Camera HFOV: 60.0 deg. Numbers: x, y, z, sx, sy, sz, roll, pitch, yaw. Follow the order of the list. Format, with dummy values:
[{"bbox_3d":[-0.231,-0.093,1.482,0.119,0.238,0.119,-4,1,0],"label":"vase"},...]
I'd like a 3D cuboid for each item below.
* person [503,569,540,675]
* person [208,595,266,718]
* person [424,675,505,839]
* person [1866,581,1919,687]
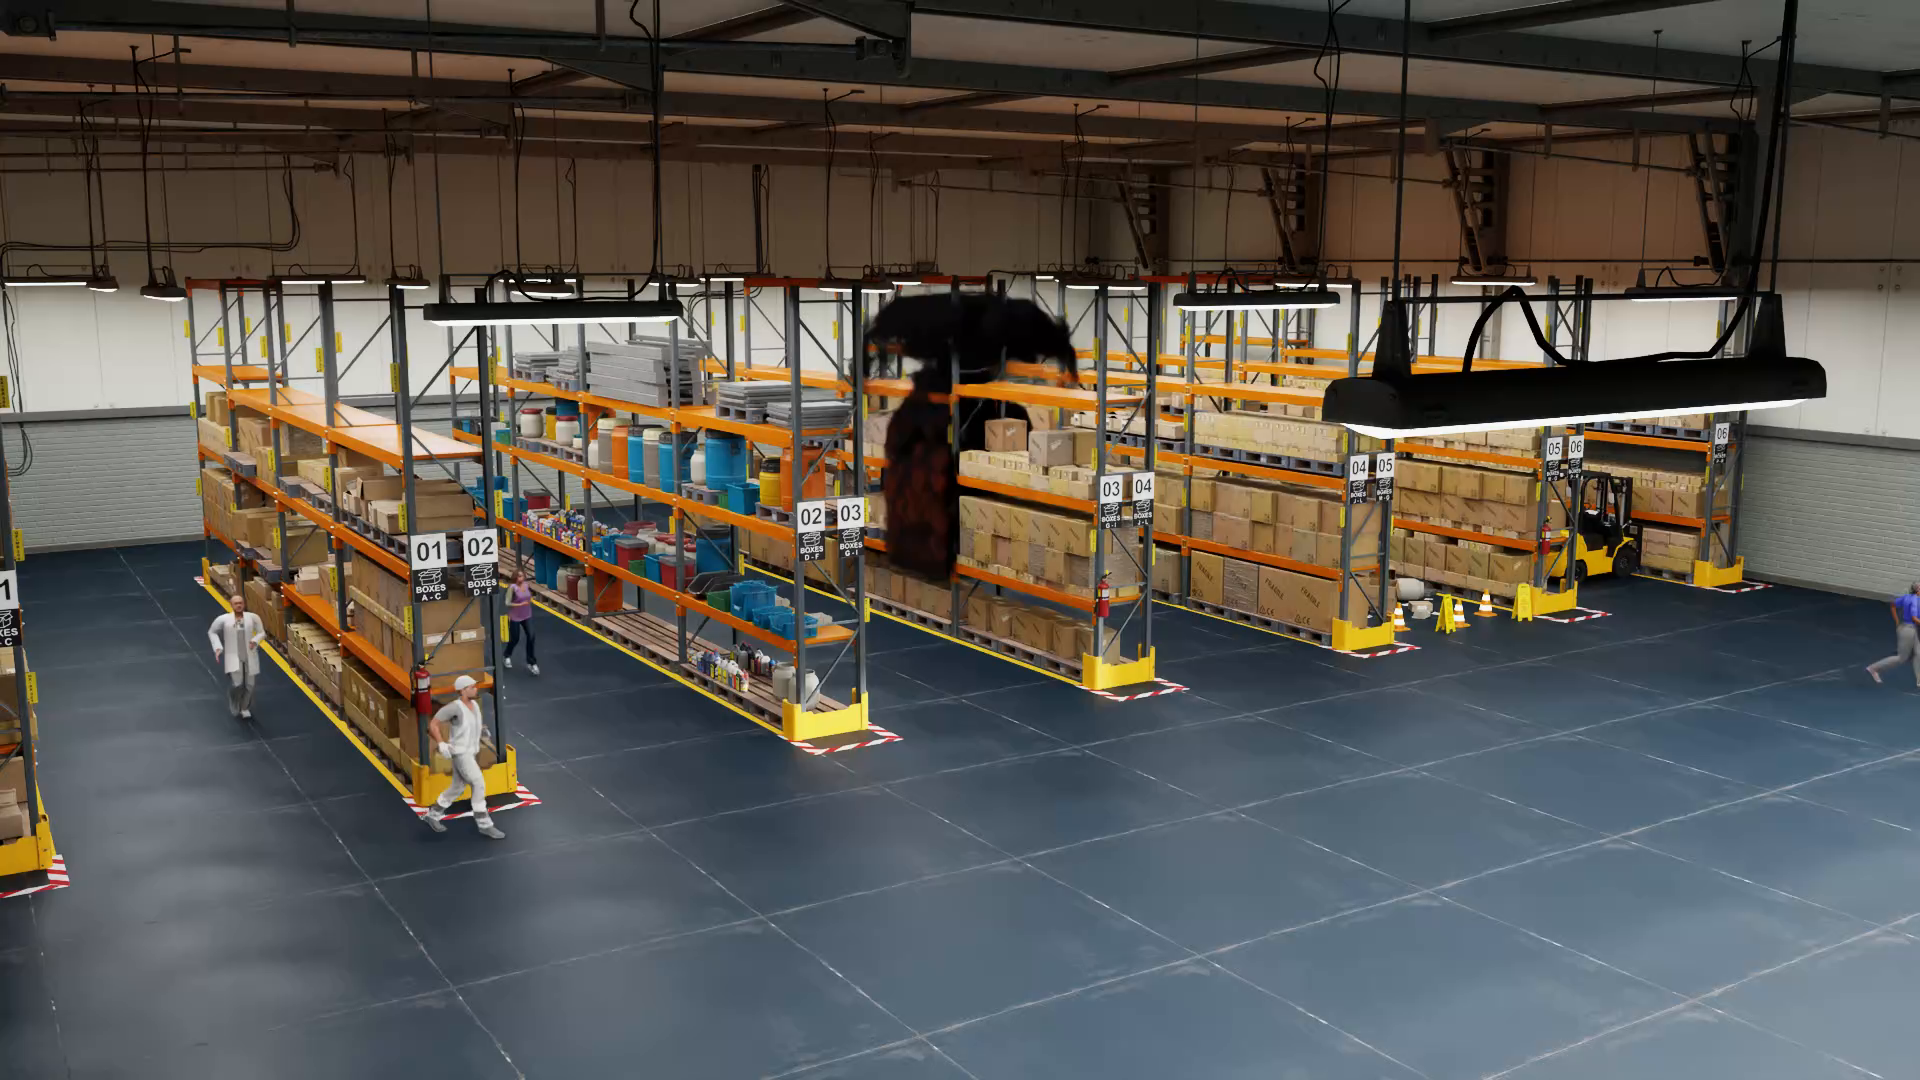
[{"bbox_3d":[-6.825,1.243,25.716,0.778,1.631,0.565,8,12,39],"label":"person"},{"bbox_3d":[-9.946,1.635,23.004,0.704,1.734,0.653,-6,12,-34],"label":"person"},{"bbox_3d":[-5.477,2.374,18.450,0.977,1.751,0.704,1,10,8],"label":"person"},{"bbox_3d":[14.021,1.424,24.665,0.977,1.646,0.600,3,10,15],"label":"person"}]
